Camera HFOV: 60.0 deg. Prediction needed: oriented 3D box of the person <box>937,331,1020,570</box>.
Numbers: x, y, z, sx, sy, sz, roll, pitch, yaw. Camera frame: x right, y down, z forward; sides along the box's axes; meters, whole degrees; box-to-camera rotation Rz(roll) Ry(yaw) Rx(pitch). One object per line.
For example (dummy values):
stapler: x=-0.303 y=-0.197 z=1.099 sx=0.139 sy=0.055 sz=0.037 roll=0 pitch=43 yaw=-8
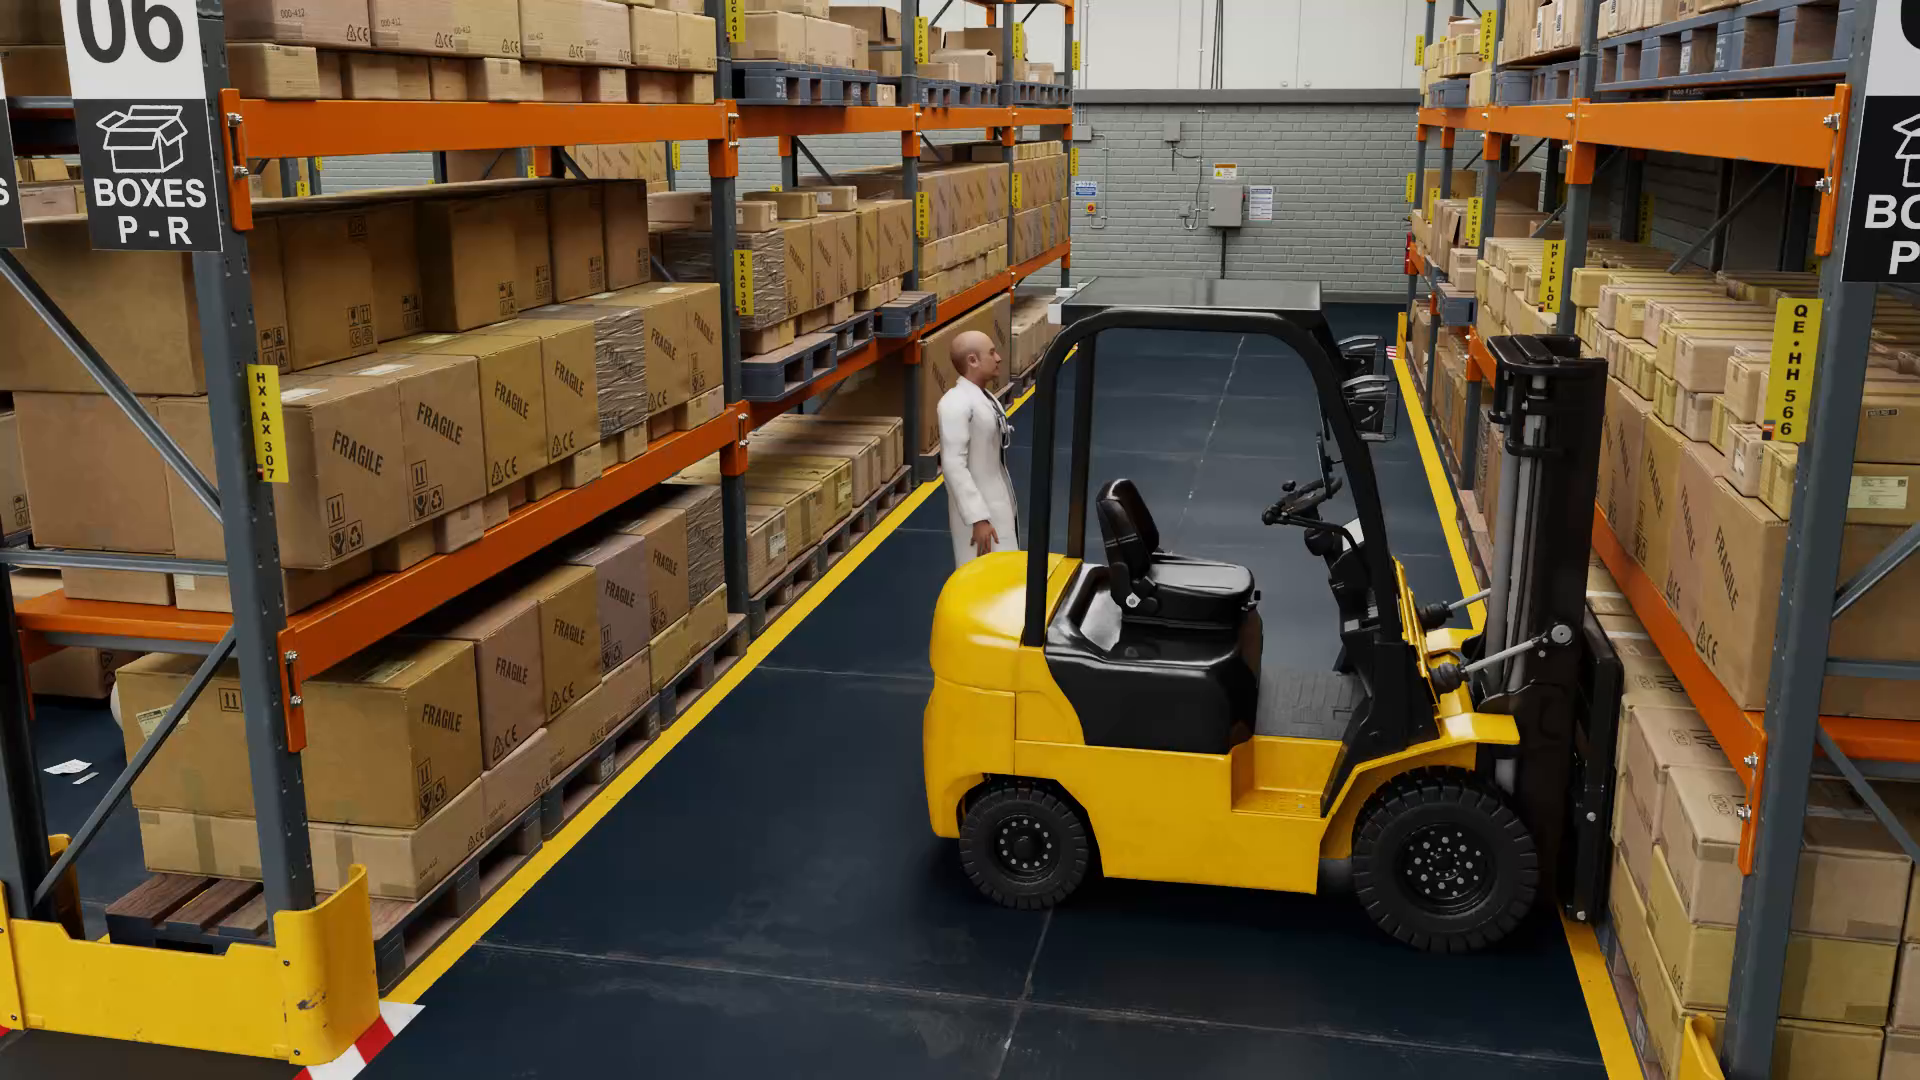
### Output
person: x=0.207 y=-0.088 z=7.843 sx=0.578 sy=1.779 sz=0.698 roll=3 pitch=15 yaw=11
